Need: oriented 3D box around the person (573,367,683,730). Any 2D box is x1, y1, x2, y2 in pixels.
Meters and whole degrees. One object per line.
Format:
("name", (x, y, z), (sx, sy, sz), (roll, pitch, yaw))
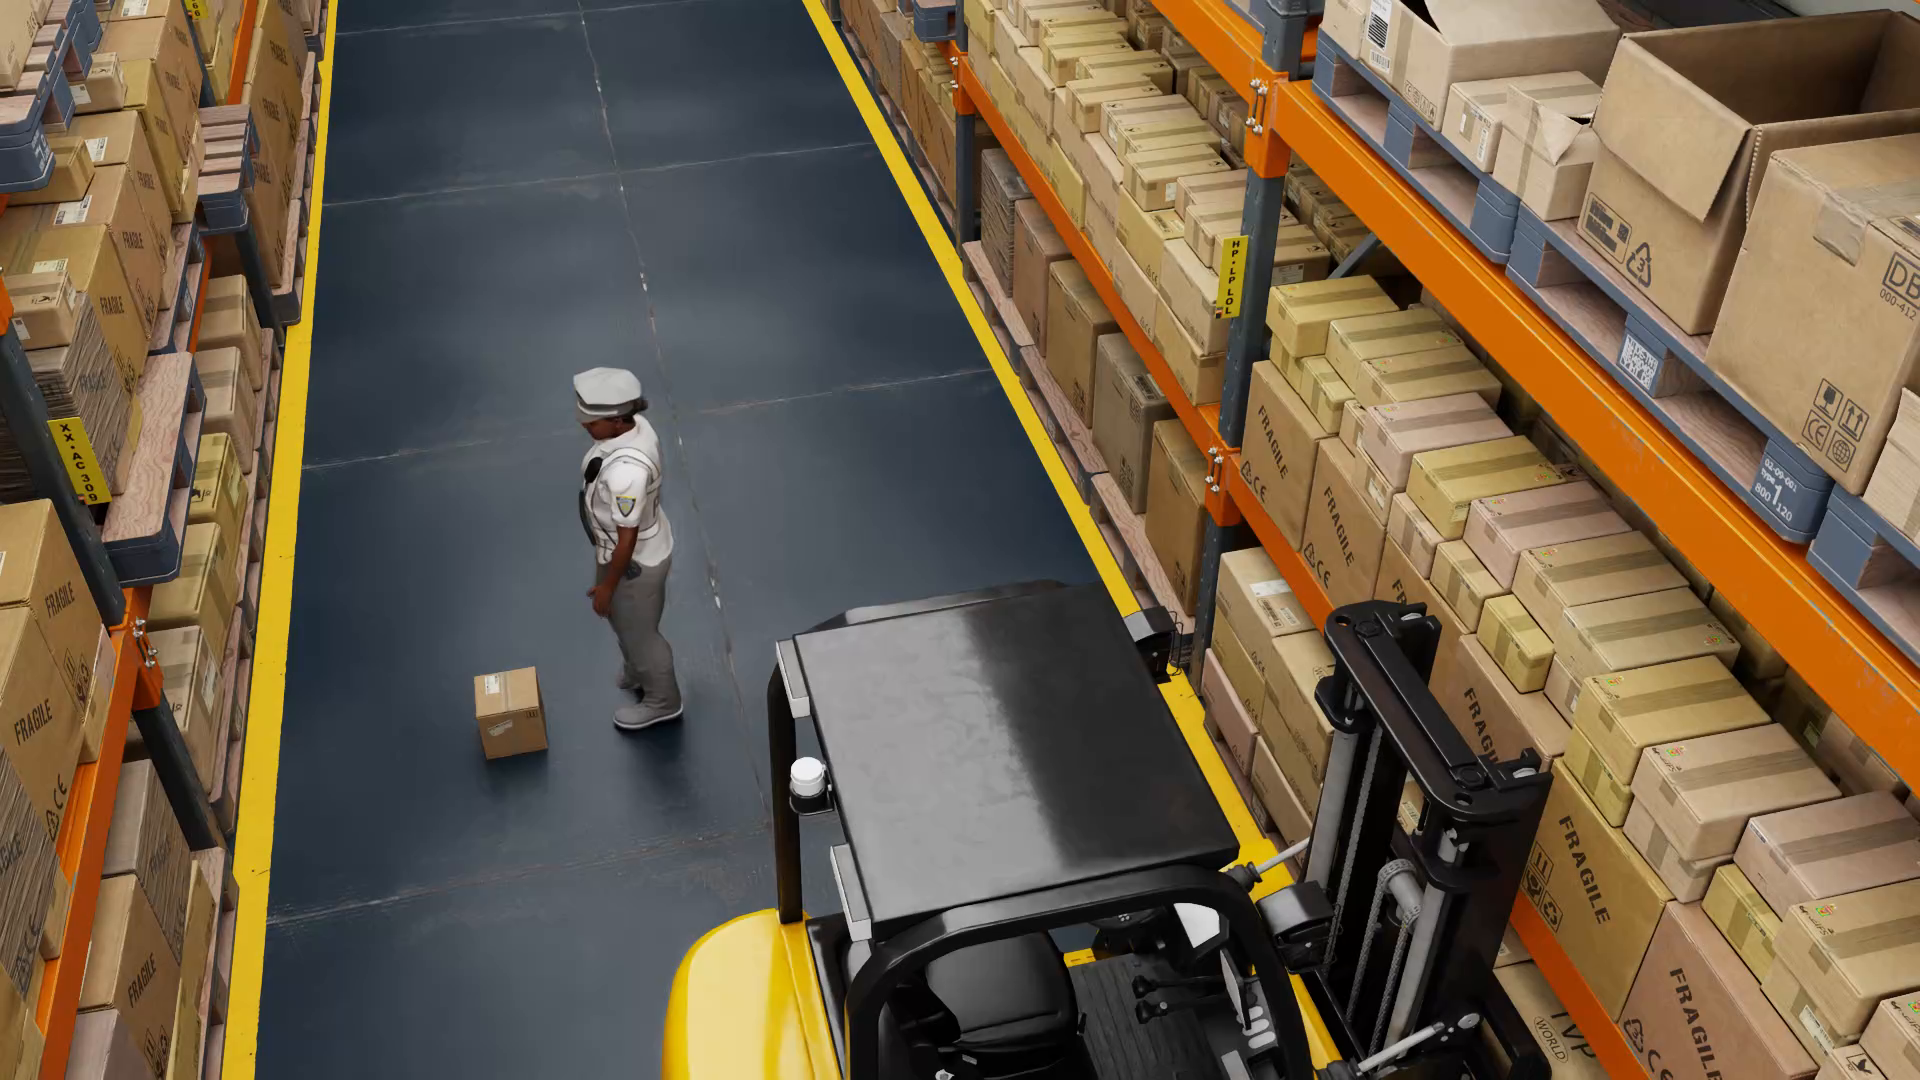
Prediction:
("person", (-1.321, 0.081, 6.637), (0.372, 1.742, 0.508), (-7, 39, -8))
